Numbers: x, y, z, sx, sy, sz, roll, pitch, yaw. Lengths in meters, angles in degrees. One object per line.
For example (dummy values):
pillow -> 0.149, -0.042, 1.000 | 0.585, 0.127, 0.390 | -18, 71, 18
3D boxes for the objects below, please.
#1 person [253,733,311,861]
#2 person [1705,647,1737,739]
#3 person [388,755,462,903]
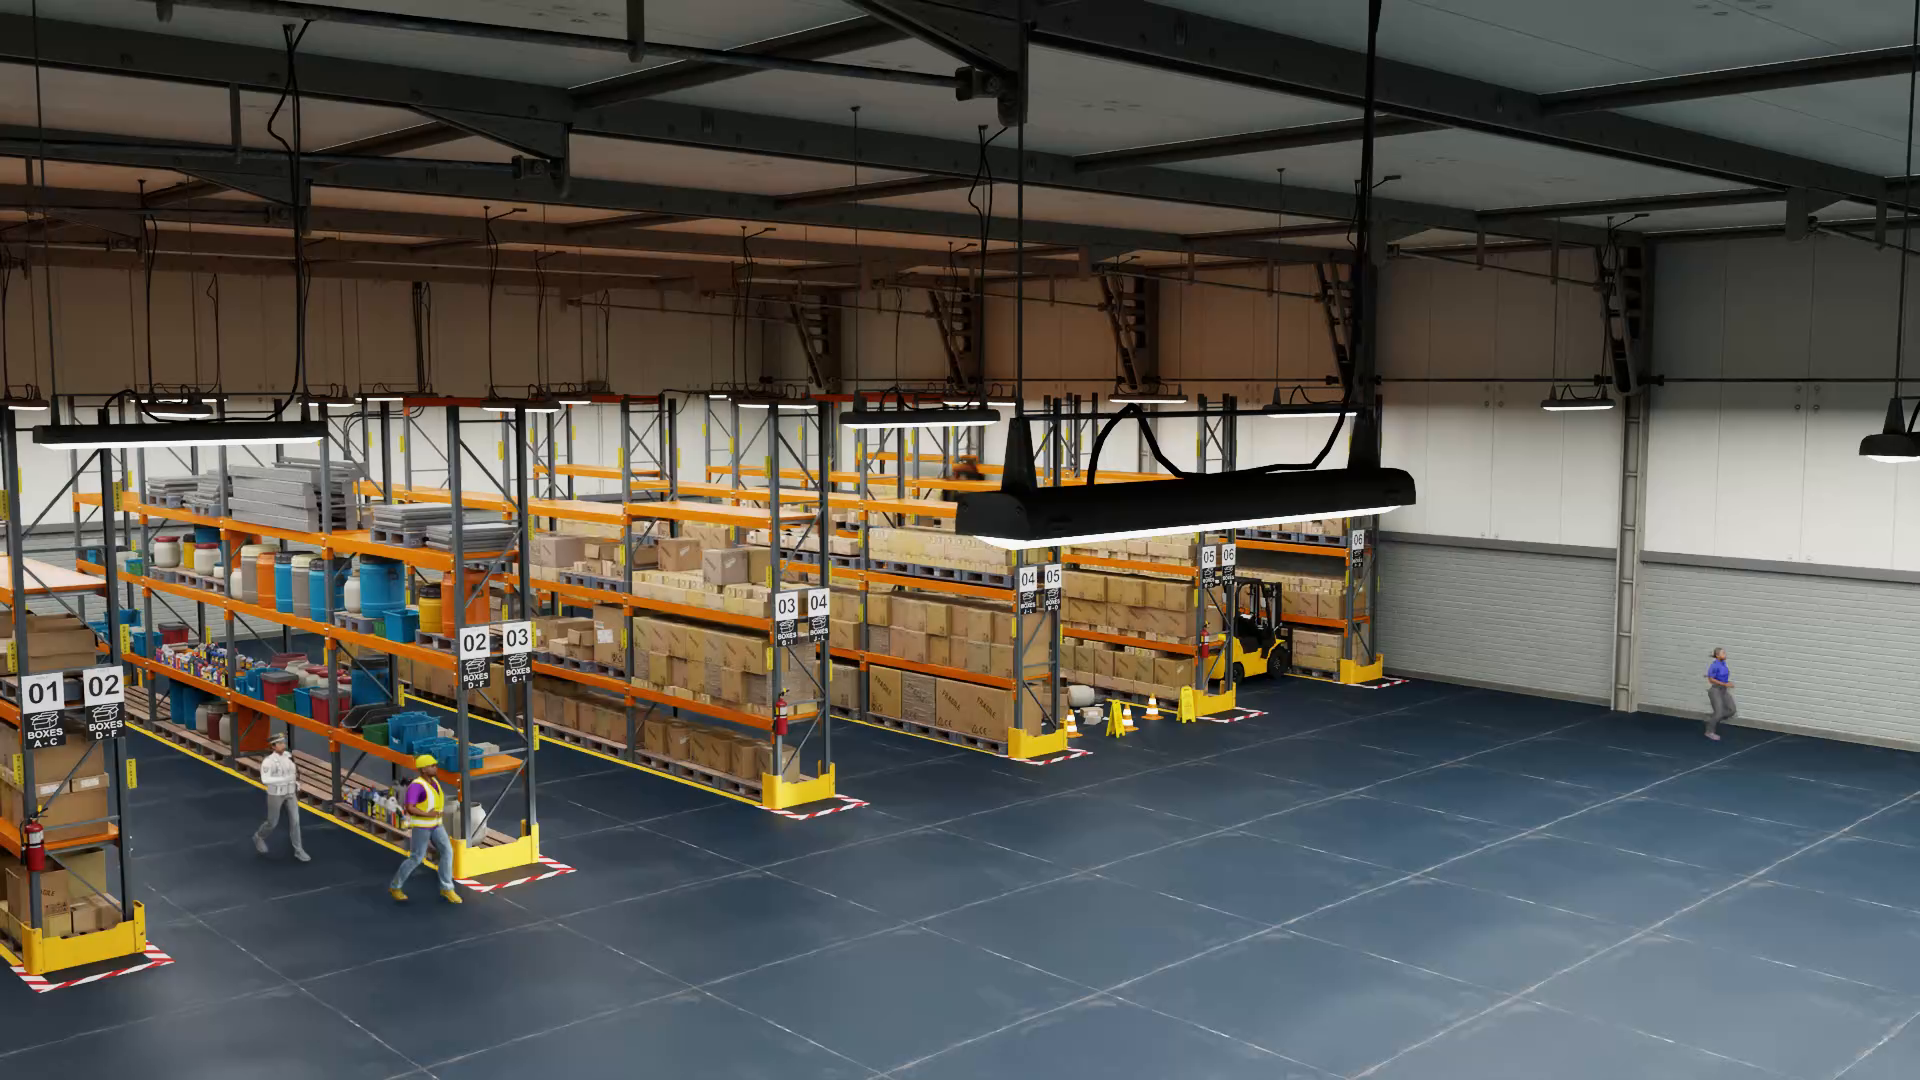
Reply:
person -> -8.938, 3.353, 21.889 | 0.939, 1.677, 0.612 | 3, 6, 31
person -> 13.394, 2.703, 29.247 | 0.624, 1.613, 0.537 | -5, 7, -40
person -> -6.458, 3.498, 20.219 | 0.884, 1.784, 0.766 | 1, 6, 13
